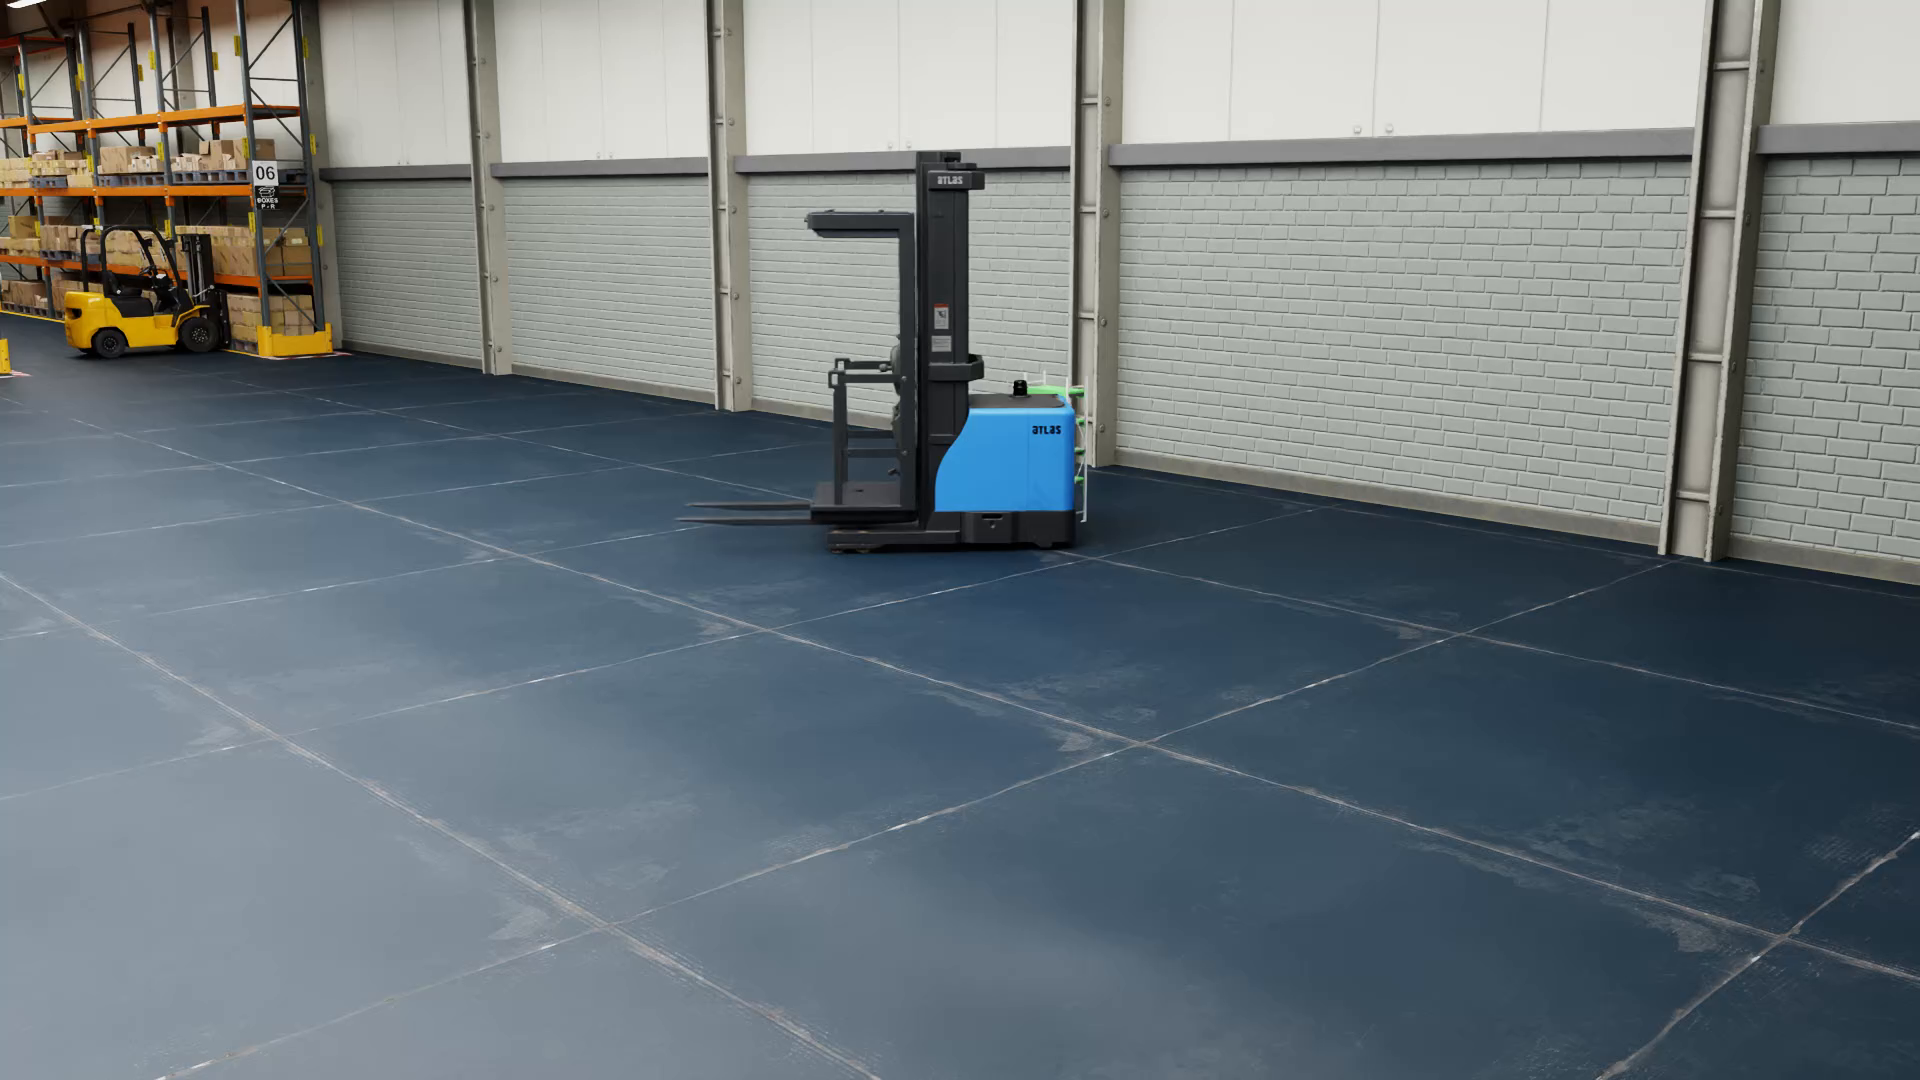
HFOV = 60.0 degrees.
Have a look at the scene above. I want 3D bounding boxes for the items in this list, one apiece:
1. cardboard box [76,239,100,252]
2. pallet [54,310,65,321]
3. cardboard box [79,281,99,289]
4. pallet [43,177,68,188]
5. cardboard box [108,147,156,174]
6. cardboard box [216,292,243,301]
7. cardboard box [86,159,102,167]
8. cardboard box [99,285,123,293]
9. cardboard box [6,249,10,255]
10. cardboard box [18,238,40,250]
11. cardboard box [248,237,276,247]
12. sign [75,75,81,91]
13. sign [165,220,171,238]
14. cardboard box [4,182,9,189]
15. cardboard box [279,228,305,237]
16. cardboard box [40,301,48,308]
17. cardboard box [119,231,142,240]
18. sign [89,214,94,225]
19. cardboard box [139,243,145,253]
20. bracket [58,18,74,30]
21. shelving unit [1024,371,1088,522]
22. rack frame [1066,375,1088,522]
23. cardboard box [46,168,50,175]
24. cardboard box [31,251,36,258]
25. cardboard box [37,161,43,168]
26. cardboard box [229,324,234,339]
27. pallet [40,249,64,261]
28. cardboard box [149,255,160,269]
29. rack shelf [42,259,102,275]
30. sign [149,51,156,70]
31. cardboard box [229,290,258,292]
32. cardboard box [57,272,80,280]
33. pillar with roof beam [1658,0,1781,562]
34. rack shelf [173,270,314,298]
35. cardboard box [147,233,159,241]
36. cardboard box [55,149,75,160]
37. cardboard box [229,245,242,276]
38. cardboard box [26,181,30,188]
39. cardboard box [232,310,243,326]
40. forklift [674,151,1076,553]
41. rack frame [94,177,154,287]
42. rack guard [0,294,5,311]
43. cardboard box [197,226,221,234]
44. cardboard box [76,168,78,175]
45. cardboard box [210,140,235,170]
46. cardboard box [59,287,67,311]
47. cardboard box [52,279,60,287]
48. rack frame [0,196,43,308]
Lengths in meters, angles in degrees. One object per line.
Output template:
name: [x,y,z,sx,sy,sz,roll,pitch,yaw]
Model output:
cardboard box: [-17.778,-6.043,34.139,0.500,0.250,0.500,11,16,42]
pallet: [-18.988,-4.906,36.202,1.003,0.211,1.213,-11,16,-43]
cardboard box: [-18.367,-5.378,35.128,0.380,0.149,0.250,-11,16,-42]
pallet: [-18.459,-7.507,34.946,1.213,0.211,1.003,-11,16,-43]
cardboard box: [-16.070,-7.375,32.305,0.700,0.500,0.500,-11,16,-44]
cardboard box: [-12.891,-4.228,29.293,0.500,0.250,0.500,-11,16,-44]
cardboard box: [-17.266,-7.547,33.324,0.380,0.149,0.250,-10,15,-41]
cardboard box: [-17.339,-5.138,33.961,0.250,0.149,0.380,11,16,42]
cardboard box: [-21.765,-6.650,38.380,0.380,0.149,0.250,-10,15,-41]
cardboard box: [-20.797,-6.644,37.360,0.500,0.250,0.500,-11,16,-43]
cardboard box: [-11.732,-5.012,27.952,0.380,0.149,0.250,-11,16,-42]
sign: [-19.180,-9.937,36.136,0.100,0.325,0.005,-11,16,-43]
sign: [-14.438,-5.669,30.322,0.100,0.325,0.005,-11,16,-43]
cardboard box: [-21.299,-7.999,37.493,0.380,0.149,0.250,-11,16,-42]
cardboard box: [-11.368,-5.225,28.248,0.380,0.149,0.250,-11,16,-44]
cardboard box: [-20.174,-5.235,36.913,0.250,0.149,0.380,11,16,43]
cardboard box: [-16.237,-5.972,32.608,0.380,0.149,0.250,-11,16,-42]
sign: [-19.178,-7.030,36.733,0.100,0.325,0.005,-11,16,-43]
cardboard box: [-15.286,-5.575,31.670,0.500,0.250,0.500,-10,16,-41]
bracket: [-19.376,-11.204,36.072,0.235,0.232,0.430,-11,16,-43]
shelving unit: [0.780,-0.764,13.644,0.258,1.200,0.503,-10,15,-41]
rack frame: [0.942,-0.727,13.466,0.240,1.200,0.015,-10,15,-41]
cardboard box: [-18.951,-7.738,34.939,0.380,0.149,0.250,-11,16,-43]
cardboard box: [-20.373,-6.343,36.890,0.380,0.149,0.250,-10,16,-41]
cardboard box: [-19.308,-7.955,35.254,0.380,0.149,0.250,-11,16,-44]
cardboard box: [-12.519,-3.666,29.045,0.500,0.250,0.500,-11,16,-42]
pallet: [-19.104,-6.160,35.851,1.003,0.211,1.213,-11,16,-43]
cardboard box: [-14.941,-5.254,31.352,0.500,0.250,0.500,-11,16,-43]
rack shelf: [-18.196,-5.741,35.127,1.077,0.370,4.000,-11,16,-43]
sign: [-14.437,-8.575,29.722,0.100,0.325,0.005,-11,16,-43]
cardboard box: [-12.873,-4.374,30.005,0.500,0.250,0.500,-11,16,-42]
cardboard box: [-19.308,-5.710,36.000,0.250,0.149,0.380,11,16,42]
pillar with roof beam: [2.341,-3.697,8.556,9.100,9.000,0.400,-11,16,-43]
rack shelf: [-12.671,-4.574,29.461,1.077,0.370,4.000,-11,16,-43]
cardboard box: [-15.049,-5.702,31.297,0.250,0.149,0.380,11,16,43]
cardboard box: [-19.316,-8.300,35.900,0.396,0.266,0.258,-11,16,-43]
cardboard box: [-12.172,-4.795,28.506,0.500,0.500,0.500,-10,15,-41]
cardboard box: [-20.206,-7.779,36.425,0.380,0.149,0.250,-11,16,-43]
cardboard box: [-12.191,-3.840,28.652,0.500,0.250,0.500,-11,16,-43]
forklift: [-0.652,-1.446,12.669,3.031,2.935,1.130,0,12,-1]
rack frame: [-16.815,-5.802,33.638,1.000,3.000,0.127,-11,16,-43]
rack guard: [-22.287,-5.734,39.504,1.175,0.500,0.348,-11,16,-43]
cardboard box: [-13.316,-5.495,29.556,0.380,0.149,0.250,-11,16,-43]
cardboard box: [-17.901,-7.567,34.156,0.380,0.149,0.250,-11,16,-42]
cardboard box: [-12.407,-6.601,28.548,0.700,0.500,0.500,-11,16,-42]
cardboard box: [-19.031,-5.189,35.816,0.500,0.500,0.500,-11,16,-43]
cardboard box: [-19.522,-5.595,36.182,0.380,0.149,0.250,-10,15,-40]
rack frame: [-22.340,-6.969,39.305,1.000,3.000,0.127,-11,16,-43]
